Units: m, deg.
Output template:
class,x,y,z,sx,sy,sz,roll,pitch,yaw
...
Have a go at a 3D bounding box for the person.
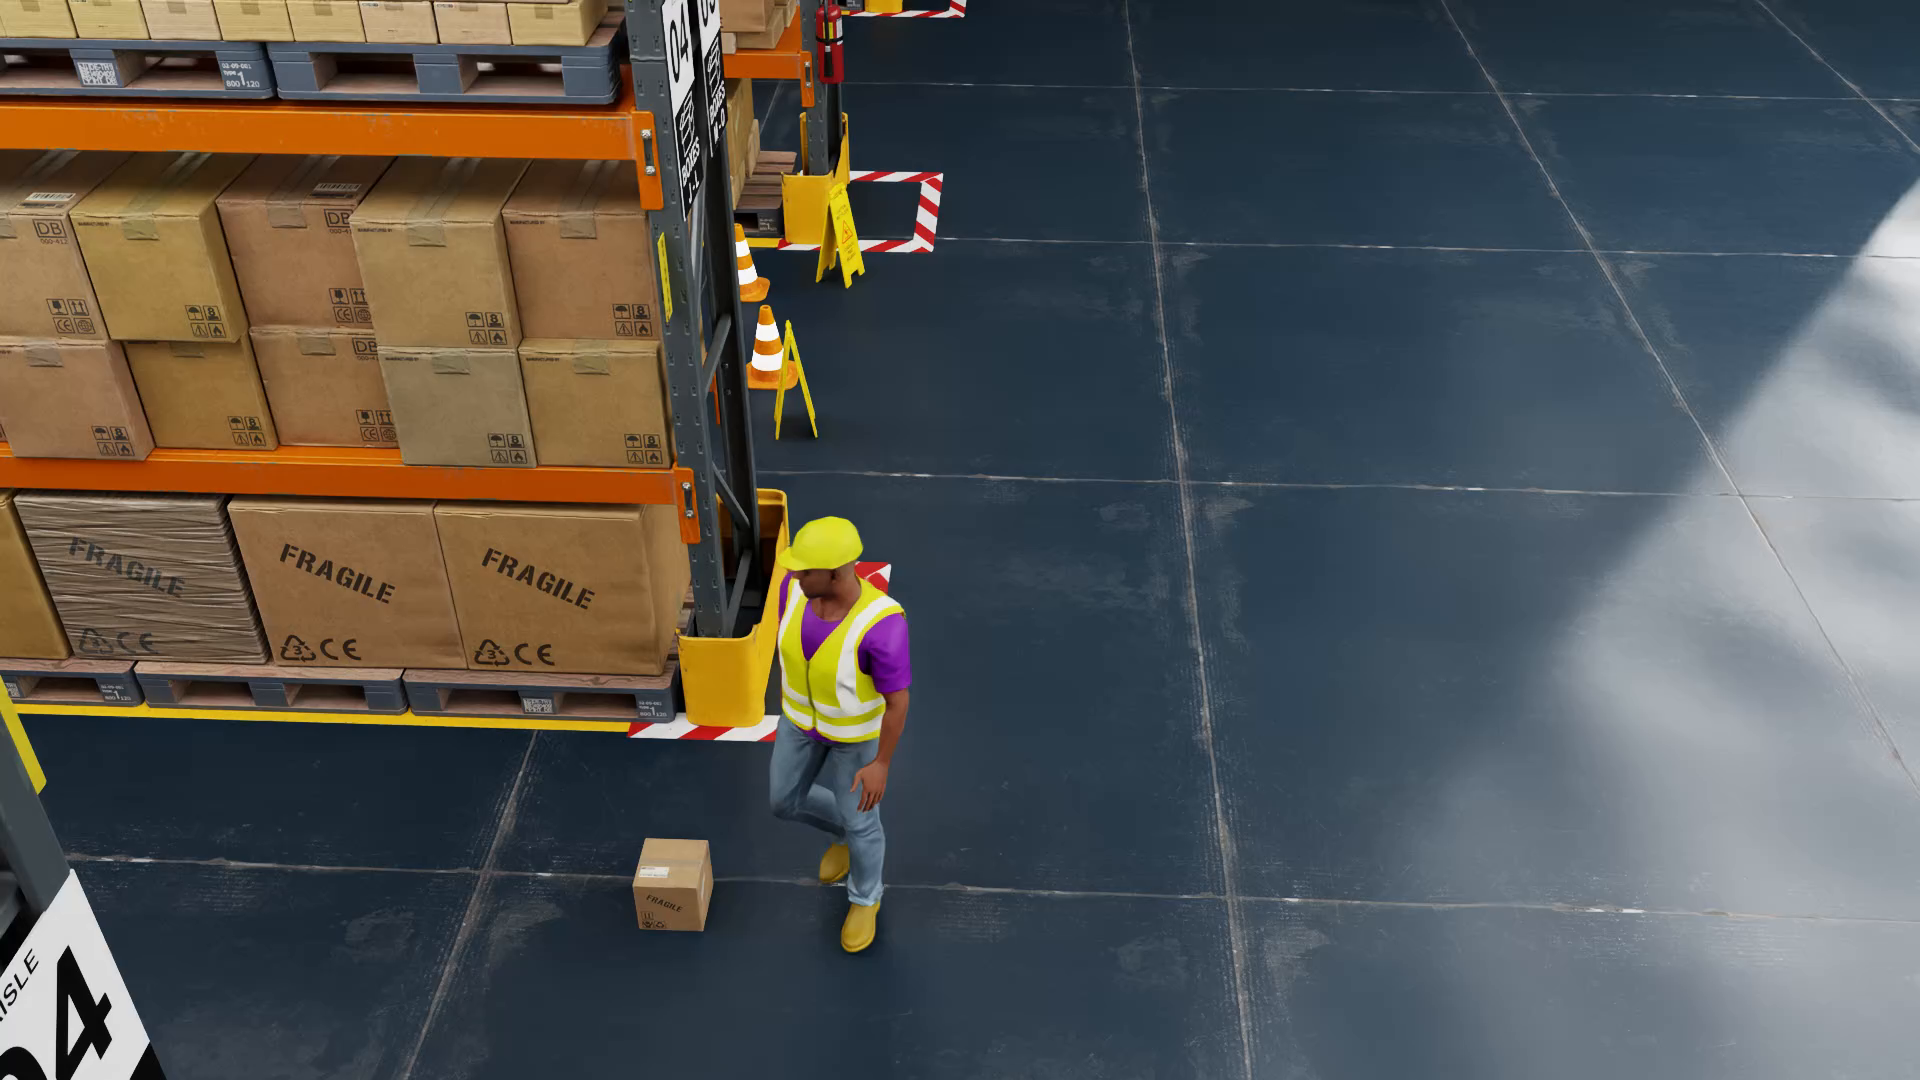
class,x,y,z,sx,sy,sz,roll,pitch,yaw
person,-0.464,0.685,6.083,0.633,1.770,0.505,18,39,23
